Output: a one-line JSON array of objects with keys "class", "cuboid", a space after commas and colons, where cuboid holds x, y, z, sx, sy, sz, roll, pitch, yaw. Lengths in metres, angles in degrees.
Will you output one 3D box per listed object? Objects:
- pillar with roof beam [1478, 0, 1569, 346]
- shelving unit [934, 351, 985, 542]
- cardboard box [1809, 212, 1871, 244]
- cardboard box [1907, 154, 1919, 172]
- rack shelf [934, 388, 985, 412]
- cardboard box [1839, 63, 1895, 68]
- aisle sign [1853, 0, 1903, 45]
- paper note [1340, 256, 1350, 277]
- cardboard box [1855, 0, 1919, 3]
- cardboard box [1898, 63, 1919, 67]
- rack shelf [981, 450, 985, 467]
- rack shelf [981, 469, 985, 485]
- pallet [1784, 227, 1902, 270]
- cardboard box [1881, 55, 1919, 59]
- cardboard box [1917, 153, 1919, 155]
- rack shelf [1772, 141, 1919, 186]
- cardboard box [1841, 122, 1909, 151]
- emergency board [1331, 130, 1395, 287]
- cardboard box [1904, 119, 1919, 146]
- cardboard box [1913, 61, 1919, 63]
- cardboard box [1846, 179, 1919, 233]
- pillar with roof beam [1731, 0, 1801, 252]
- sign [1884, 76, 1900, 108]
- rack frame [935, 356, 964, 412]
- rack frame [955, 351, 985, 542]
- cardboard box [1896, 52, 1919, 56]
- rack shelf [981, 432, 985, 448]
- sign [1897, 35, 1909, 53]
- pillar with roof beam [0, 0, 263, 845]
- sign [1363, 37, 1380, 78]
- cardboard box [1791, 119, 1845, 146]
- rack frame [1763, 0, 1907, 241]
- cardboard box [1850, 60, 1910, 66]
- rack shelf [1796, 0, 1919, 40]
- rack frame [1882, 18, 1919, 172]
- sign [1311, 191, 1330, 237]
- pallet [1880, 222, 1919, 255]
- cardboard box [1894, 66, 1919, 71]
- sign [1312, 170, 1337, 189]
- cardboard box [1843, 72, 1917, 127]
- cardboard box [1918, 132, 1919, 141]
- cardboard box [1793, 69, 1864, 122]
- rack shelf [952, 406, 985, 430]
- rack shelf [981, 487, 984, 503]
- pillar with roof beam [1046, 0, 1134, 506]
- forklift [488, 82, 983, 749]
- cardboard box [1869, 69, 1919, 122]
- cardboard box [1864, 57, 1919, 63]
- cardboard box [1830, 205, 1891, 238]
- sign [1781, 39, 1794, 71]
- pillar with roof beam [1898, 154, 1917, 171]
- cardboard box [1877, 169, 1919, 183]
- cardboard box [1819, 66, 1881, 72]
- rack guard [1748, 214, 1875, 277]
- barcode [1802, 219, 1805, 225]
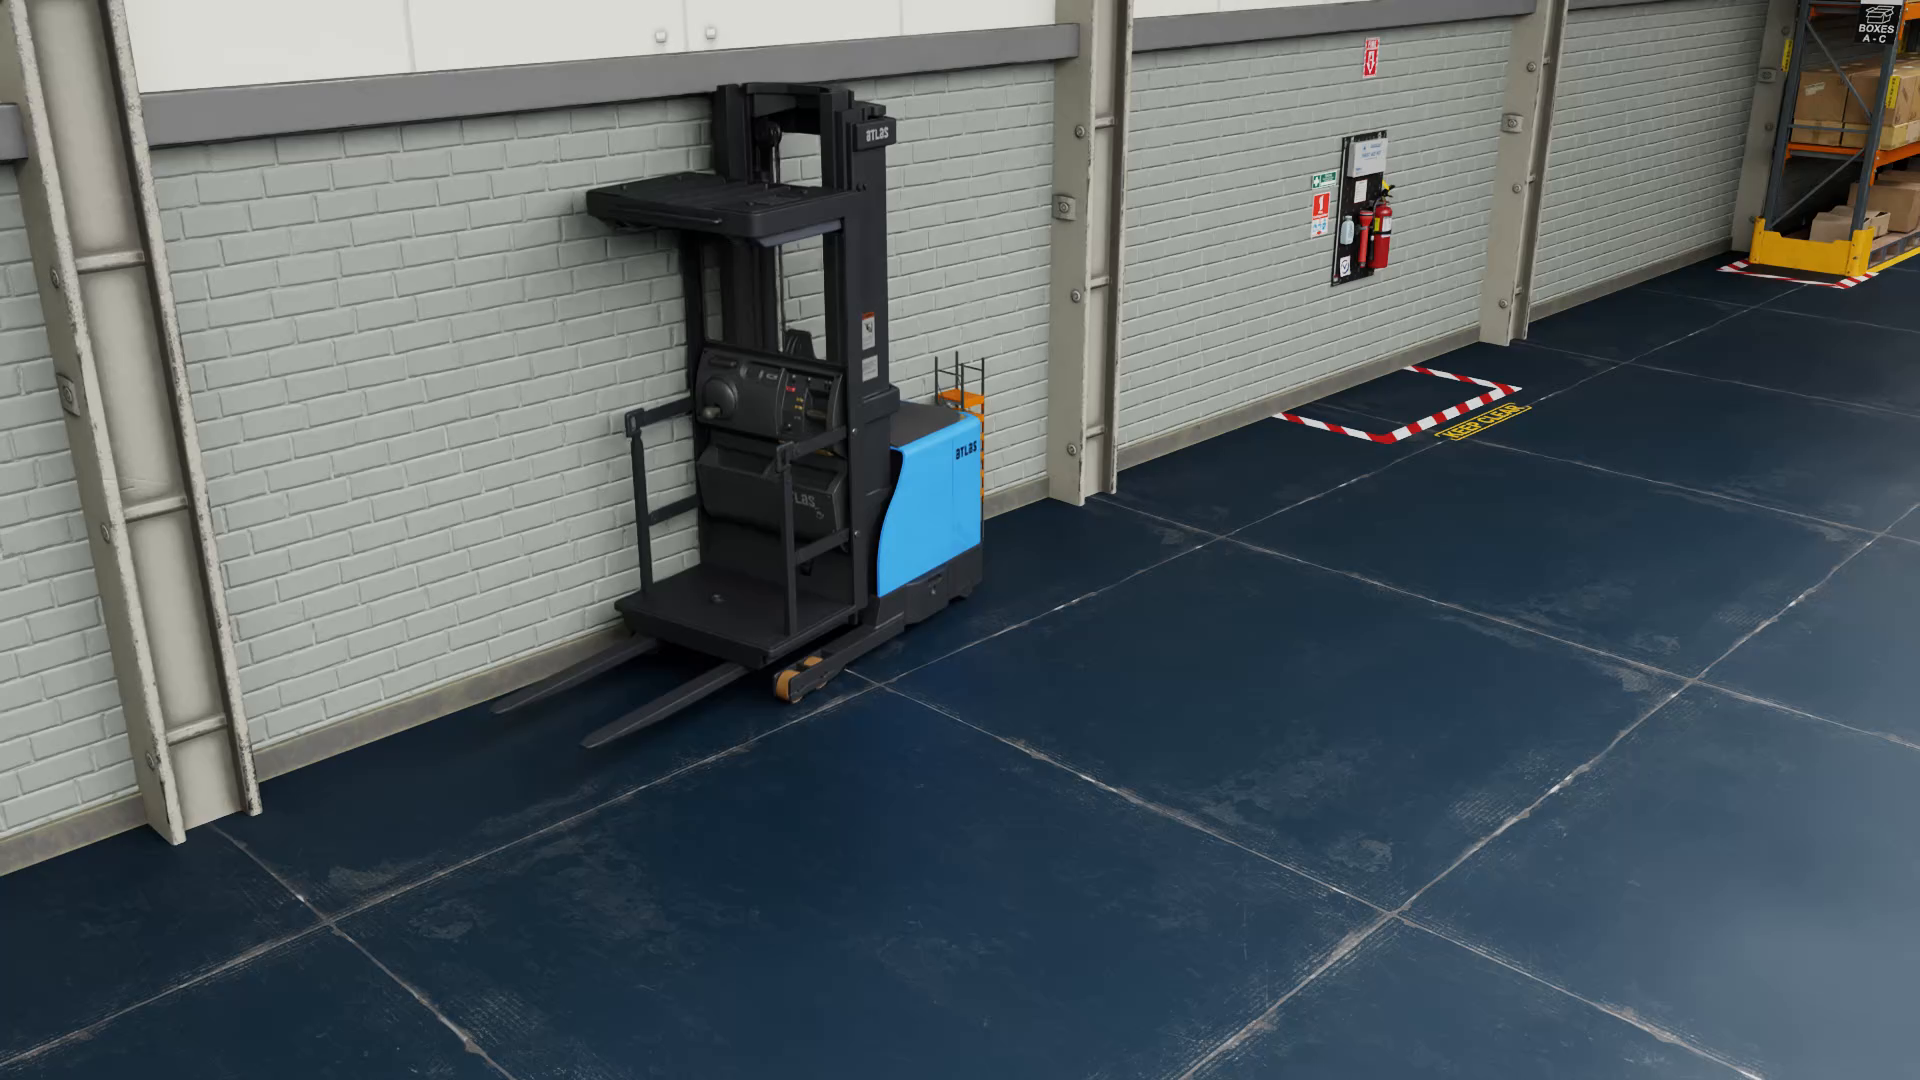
[{"class": "pillar with roof beam", "cuboid": [8.100, -4.982, 10.993, 9.100, 9.000, 0.400, 19, 28, 41]}, {"class": "shelving unit", "cuboid": [-0.002, -0.555, 10.345, 0.258, 1.200, 0.189, 19, 28, 40]}, {"class": "cardboard box", "cuboid": [9.880, -3.511, 18.662, 0.500, 0.311, 0.500, 15, 26, 35]}, {"class": "cardboard box", "cuboid": [12.624, -4.665, 21.402, 0.500, 0.500, 0.700, -19, 28, -40]}, {"class": "rack shelf", "cuboid": [-0.002, -0.849, 10.232, 0.258, 0.103, 0.180, 19, 28, 40]}, {"class": "cardboard box", "cuboid": [10.225, -5.130, 18.875, 0.500, 0.500, 0.500, 18, 28, 39]}, {"class": "aisle sign", "cuboid": [9.497, -5.525, 17.144, 0.394, 0.787, 0.004, 19, 28, 41]}, {"class": "paper note", "cuboid": [3.091, -2.194, 13.329, 0.016, 0.148, 0.142, 19, 28, 41]}, {"class": "cardboard box", "cuboid": [9.745, -5.884, 17.355, 0.500, 0.500, 0.500, -19, 28, -41]}, {"class": "cardboard box", "cuboid": [10.949, -5.133, 18.885, 0.500, 0.500, 0.500, -19, 28, -40]}, {"class": "rack shelf", "cuboid": [-0.002, -0.513, 10.361, 0.258, 0.103, 0.180, 19, 28, 40]}, {"class": "rack shelf", "cuboid": [-0.002, -0.401, 10.404, 0.258, 0.103, 0.180, 19, 28, 40]}, {"class": "pallet", "cuboid": [9.978, -3.323, 18.925, 1.003, 0.211, 1.213, 19, 28, 41]}, {"class": "cardboard box", "cuboid": [11.282, -5.522, 19.896, 0.500, 0.500, 0.500, 19, 28, 40]}, {"class": "cardboard box", "cuboid": [12.949, -4.810, 21.780, 0.700, 0.500, 0.500, 19, 28, 40]}, {"class": "rack shelf", "cuboid": [10.728, -4.583, 19.321, 1.077, 0.370, 4.000, 19, 28, 41]}, {"class": "cardboard box", "cuboid": [9.900, -4.390, 17.997, 0.500, 0.250, 0.500, 18, 28, 39]}, {"class": "emergency board", "cuboid": [3.264, -2.633, 13.245, 0.194, 1.169, 0.643, 19, 28, 41]}, {"class": "cardboard box", "cuboid": [10.252, -4.527, 18.353, 0.500, 0.250, 0.500, 18, 28, 39]}, {"class": "cardboard box", "cuboid": [11.312, -5.267, 19.233, 0.500, 0.500, 0.500, 18, 28, 39]}, {"class": "cardboard box", "cuboid": [10.825, -3.921, 19.467, 0.700, 0.500, 0.500, 17, 27, 37]}, {"class": "pillar with roof beam", "cuboid": [12.285, -6.524, 15.006, 9.100, 9.000, 0.400, 19, 28, 41]}, {"class": "sign", "cuboid": [9.721, -4.673, 17.345, 0.100, 0.325, 0.005, 19, 28, 41]}, {"class": "rack frame", "cuboid": [-0.065, -0.531, 10.283, 0.240, 1.200, 0.006, 19, 28, 40]}, {"class": "rack frame", "cuboid": [0.061, -0.579, 10.407, 0.240, 1.200, 0.006, 19, 28, 40]}, {"class": "cardboard box", "cuboid": [11.645, -5.654, 20.240, 0.500, 0.500, 0.500, 18, 28, 39]}, {"class": "rack shelf", "cuboid": [-0.002, -0.625, 10.318, 0.258, 0.103, 0.180, 19, 28, 40]}, {"class": "sign", "cuboid": [11.723, -6.112, 20.680, 0.100, 0.325, 0.005, 19, 28, 41]}, {"class": "pillar with roof beam", "cuboid": [-0.271, -1.897, 2.968, 9.100, 9.000, 0.400, 19, 28, 41]}, {"class": "sign", "cuboid": [3.187, -3.738, 12.888, 0.001, 0.298, 0.199, 19, 28, 41]}, {"class": "cardboard box", "cuboid": [9.520, -4.513, 18.316, 0.500, 0.250, 0.500, -20, 28, -41]}, {"class": "rack frame", "cuboid": [9.332, -4.405, 17.854, 1.000, 3.000, 0.127, 19, 28, 41]}, {"class": "cardboard box", "cuboid": [10.576, -5.259, 19.212, 0.500, 0.500, 0.500, -20, 29, -41]}, {"class": "rack shelf", "cuboid": [10.728, -5.983, 18.782, 1.077, 0.370, 4.000, 19, 28, 41]}, {"class": "rack frame", "cuboid": [12.123, -5.433, 20.529, 1.000, 3.000, 0.127, 19, 28, 41]}, {"class": "sign", "cuboid": [2.804, -2.534, 12.936, 0.001, 0.329, 0.234, 19, 28, 41]}, {"class": "pallet", "cuboid": [10.829, -3.635, 19.737, 1.003, 0.211, 1.213, 19, 28, 41]}, {"class": "cardboard box", "cuboid": [10.598, -4.998, 18.532, 0.500, 0.500, 0.500, 18, 27, 39]}, {"class": "sign", "cuboid": [2.814, -2.780, 12.838, 0.001, 0.109, 0.331, 19, 28, 41]}, {"class": "cardboard box", "cuboid": [9.881, -4.742, 17.866, 0.500, 0.500, 0.500, 19, 28, 41]}, {"class": "cardboard box", "cuboid": [10.612, -4.657, 18.690, 0.500, 0.250, 0.500, 19, 28, 40]}, {"class": "cardboard box", "cuboid": [9.509, -4.869, 18.196, 0.500, 0.500, 0.500, 19, 28, 40]}, {"class": "rack shelf", "cuboid": [-0.002, -0.737, 10.275, 0.258, 0.103, 0.180, 19, 28, 40]}, {"class": "rack shelf", "cuboid": [-0.002, -0.289, 10.447, 0.258, 0.103, 0.180, 19, 28, 40]}, {"class": "pillar with roof beam", "cuboid": [3.914, -3.439, 6.980, 9.100, 9.000, 0.400, 19, 28, 41]}, {"class": "forklift", "cuboid": [-1.107, -0.737, 8.408, 1.130, 2.935, 3.031, 14, 25, 32]}, {"class": "cardboard box", "cuboid": [10.233, -4.866, 18.190, 0.500, 0.500, 0.500, 19, 28, 41]}, {"class": "cardboard box", "cuboid": [10.930, -5.395, 19.566, 0.500, 0.500, 0.500, -19, 28, -41]}, {"class": "cardboard box", "cuboid": [10.277, -3.657, 19.043, 0.500, 0.311, 0.500, -17, 27, -38]}, {"class": "sign", "cuboid": [8.949, -5.237, 17.964, 0.100, 0.325, 0.005, 19, 28, 41]}, {"class": "pillar with roof beam", "cuboid": [16.471, -8.066, 19.018, 9.100, 9.000, 0.400, 19, 28, 41]}, {"class": "cardboard box", "cuboid": [11.427, -4.195, 20.178, 0.500, 0.500, 0.500, 17, 27, 37]}, {"class": "cardboard box", "cuboid": [9.867, -4.996, 18.527, 0.500, 0.500, 0.500, -20, 29, -41]}, {"class": "rack guard", "cuboid": [9.385, -3.258, 18.353, 1.175, 0.500, 0.348, 19, 28, 41]}, {"class": "barcode", "cuboid": [9.606, -3.620, 18.932, 0.001, 0.075, 0.075, 19, 28, 41]}]
